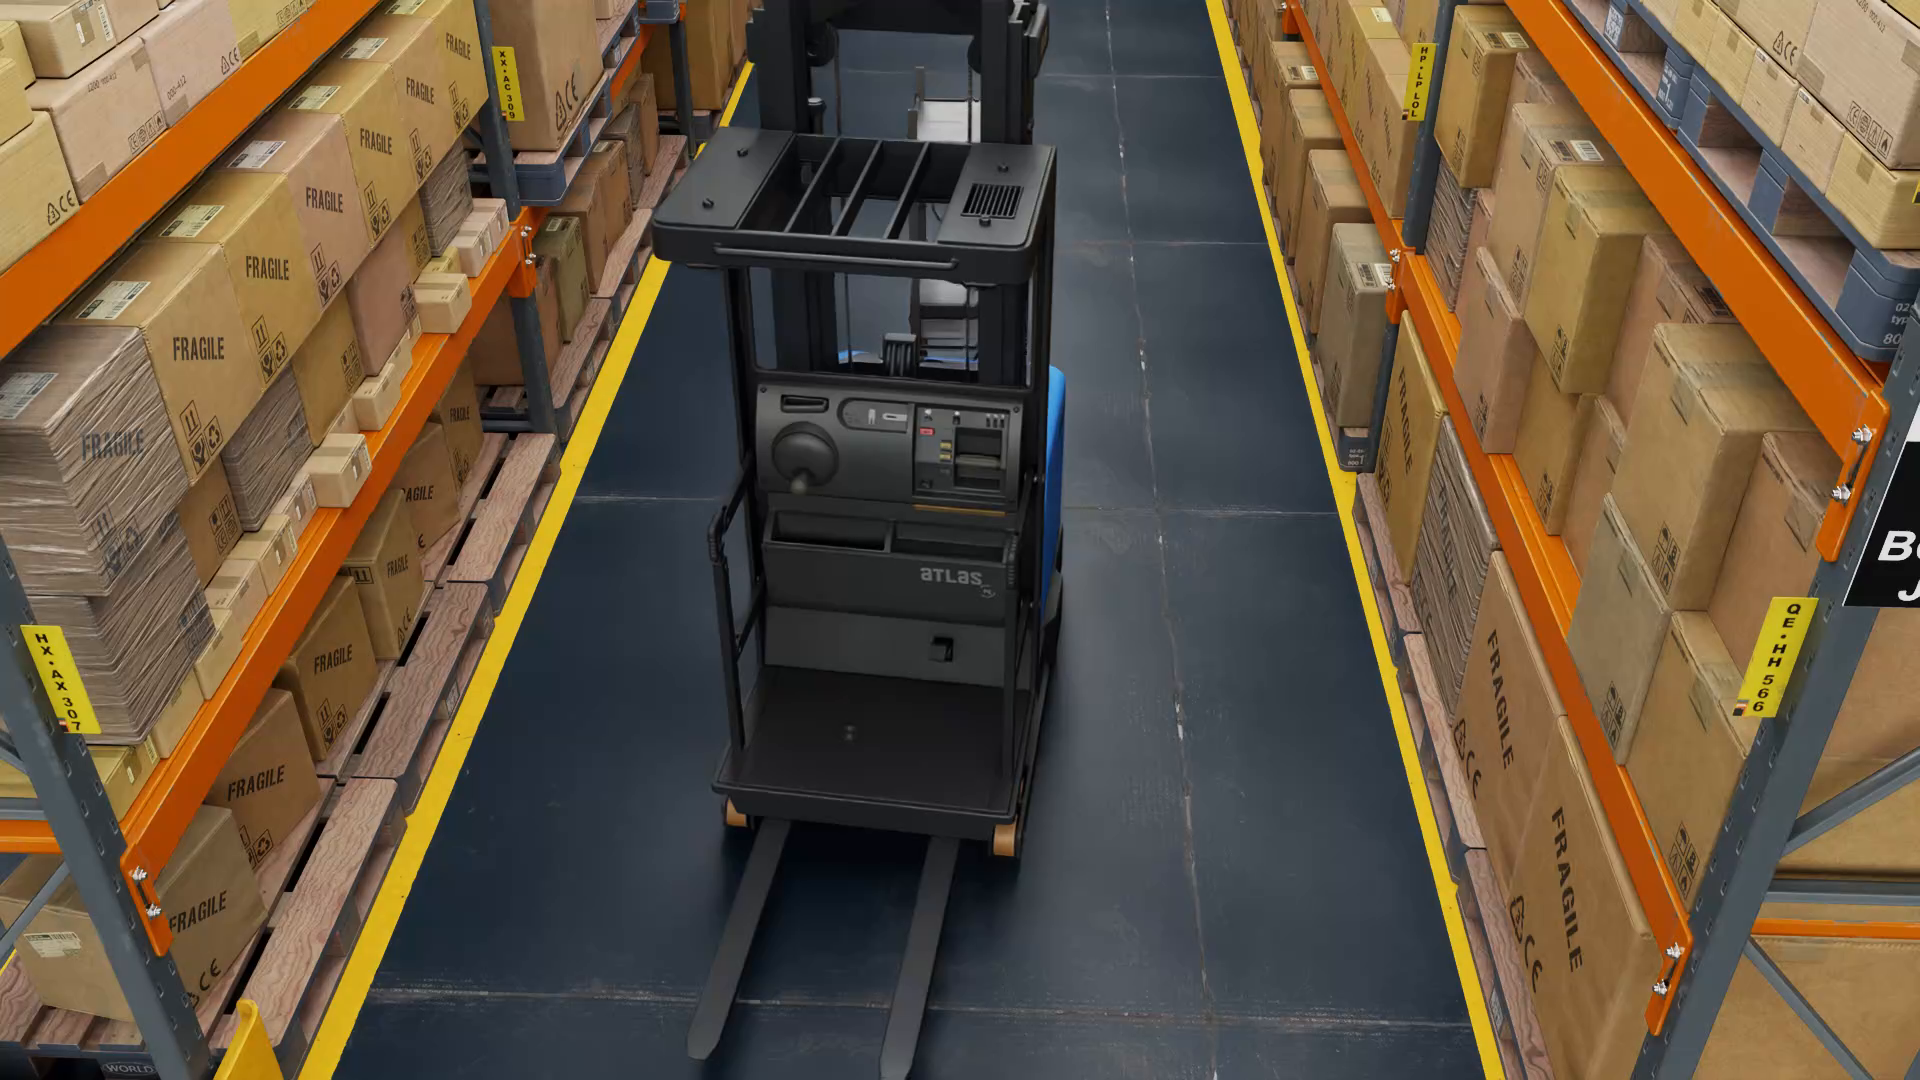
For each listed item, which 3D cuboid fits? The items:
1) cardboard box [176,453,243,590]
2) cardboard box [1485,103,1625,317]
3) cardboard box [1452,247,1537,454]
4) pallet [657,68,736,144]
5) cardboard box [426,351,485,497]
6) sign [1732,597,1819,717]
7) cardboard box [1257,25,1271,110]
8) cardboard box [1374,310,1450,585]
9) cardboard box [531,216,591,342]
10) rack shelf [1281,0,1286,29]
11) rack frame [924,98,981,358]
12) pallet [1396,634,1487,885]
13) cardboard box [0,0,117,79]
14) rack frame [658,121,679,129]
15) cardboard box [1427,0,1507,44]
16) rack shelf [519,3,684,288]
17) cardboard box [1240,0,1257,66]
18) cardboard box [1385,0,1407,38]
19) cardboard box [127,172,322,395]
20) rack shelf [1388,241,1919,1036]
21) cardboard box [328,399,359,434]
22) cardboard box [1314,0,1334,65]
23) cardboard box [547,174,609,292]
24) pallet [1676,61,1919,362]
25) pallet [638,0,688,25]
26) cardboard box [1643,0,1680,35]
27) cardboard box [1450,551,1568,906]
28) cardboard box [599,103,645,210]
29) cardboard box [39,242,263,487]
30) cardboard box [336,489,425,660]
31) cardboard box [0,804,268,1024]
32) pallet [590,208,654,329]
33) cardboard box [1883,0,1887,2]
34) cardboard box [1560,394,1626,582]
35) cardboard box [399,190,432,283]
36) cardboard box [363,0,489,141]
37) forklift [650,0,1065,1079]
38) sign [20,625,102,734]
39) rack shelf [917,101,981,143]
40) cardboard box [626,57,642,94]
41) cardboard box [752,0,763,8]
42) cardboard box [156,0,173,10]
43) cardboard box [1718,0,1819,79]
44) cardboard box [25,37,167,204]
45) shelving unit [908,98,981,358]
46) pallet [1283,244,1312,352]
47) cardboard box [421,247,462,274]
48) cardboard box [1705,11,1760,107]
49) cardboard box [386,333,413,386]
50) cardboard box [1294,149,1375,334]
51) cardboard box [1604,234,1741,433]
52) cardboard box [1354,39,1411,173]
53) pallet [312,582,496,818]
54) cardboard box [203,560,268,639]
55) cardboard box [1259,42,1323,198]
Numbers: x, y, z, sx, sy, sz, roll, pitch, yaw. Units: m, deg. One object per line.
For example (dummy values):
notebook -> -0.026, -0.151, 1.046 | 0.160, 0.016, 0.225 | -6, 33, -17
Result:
cardboard box -> -2.711, -0.095, 4.931 | 0.875, 0.500, 0.500 | 1, 35, 2
cardboard box -> 2.337, -1.119, 5.663 | 0.875, 0.550, 0.550 | 1, 35, 2
cardboard box -> 2.310, -0.677, 5.975 | 0.875, 0.550, 0.550 | 1, 35, 2
pallet -> -2.233, -3.234, 12.167 | 1.003, 0.211, 1.213 | 1, 35, 2
cardboard box -> -2.557, -0.545, 7.726 | 0.500, 0.500, 0.500 | 0, 35, 0
sign -> 1.749, 0.255, 3.566 | 0.100, 0.325, 0.005 | 1, 35, 2
cardboard box -> 2.377, -3.284, 11.622 | 0.500, 0.500, 0.500 | 1, 35, 2
cardboard box -> 2.356, -0.395, 7.186 | 0.875, 0.875, 0.875 | 2, 35, 3
cardboard box -> -2.416, -1.408, 8.936 | 0.700, 0.500, 0.500 | 1, 35, 2
rack shelf -> 2.692, -4.605, 12.320 | 1.077, 0.370, 4.000 | 1, 35, 2
rack frame -> 0.018, -1.094, 7.481 | 0.380, 1.831, 0.006 | 1, 35, 2
pallet -> 2.296, 0.826, 6.391 | 1.003, 0.211, 1.213 | 1, 35, 2
cardboard box -> -2.343, -1.258, 4.107 | 0.380, 0.149, 0.250 | 3, 35, 4
rack frame -> -2.337, -3.923, 10.723 | 0.949, 2.616, 0.053 | 1, 35, 2
cardboard box -> 2.465, -2.188, 7.298 | 0.700, 0.500, 0.500 | 1, 35, 1
rack shelf -> -2.420, -2.480, 9.295 | 1.077, 0.370, 4.000 | 1, 35, 2
cardboard box -> 2.407, -3.886, 12.480 | 0.500, 0.500, 0.500 | 0, 35, 0
cardboard box -> 2.505, -2.774, 8.131 | 0.700, 0.500, 0.500 | 2, 35, 2
cardboard box -> -2.321, -0.783, 5.040 | 0.500, 0.500, 0.500 | 1, 35, 2
rack shelf -> 2.371, -0.009, 5.780 | 1.077, 0.370, 4.000 | 1, 35, 2
cardboard box -> -2.377, -0.389, 5.913 | 0.380, 0.149, 0.250 | 1, 35, 2
cardboard box -> 2.286, -2.958, 9.263 | 0.500, 0.500, 0.500 | 1, 35, 2
cardboard box -> -2.394, -1.730, 9.394 | 0.730, 0.500, 0.544 | 1, 35, 1
pallet -> 2.310, -0.772, 3.708 | 1.003, 0.211, 1.213 | 1, 35, 2
pallet -> -2.262, -3.433, 10.193 | 1.213, 0.211, 1.003 | 1, 35, 2
cardboard box -> 2.017, -1.420, 4.320 | 0.380, 0.149, 0.250 | 2, 35, 2
cardboard box -> 2.285, 0.646, 5.704 | 0.875, 0.875, 0.875 | 1, 35, 1
cardboard box -> -2.356, -2.376, 10.314 | 0.700, 0.500, 0.500 | -1, 35, -2
cardboard box -> -2.340, -0.495, 4.631 | 0.500, 0.500, 0.500 | 1, 35, 2
cardboard box -> -2.518, 0.142, 6.747 | 0.500, 0.500, 0.500 | -2, 35, -2
cardboard box -> -2.619, 1.166, 5.291 | 0.500, 0.500, 0.500 | 8, 36, 11
pallet -> -2.425, -1.634, 9.892 | 1.003, 0.211, 1.213 | 1, 35, 2
cardboard box -> 1.977, -1.162, 3.260 | 0.380, 0.149, 0.250 | 1, 35, 2
cardboard box -> 2.409, -0.065, 5.104 | 0.875, 0.550, 0.550 | 1, 35, 2
cardboard box -> -2.636, -1.244, 6.566 | 0.875, 0.500, 0.500 | 1, 35, 2
cardboard box -> -2.244, -1.932, 6.675 | 0.500, 0.500, 0.500 | 1, 35, 2
forklift -> -0.283, -0.261, 5.572 | 1.121, 2.935, 3.031 | 5, 35, 7
sign -> -2.119, 0.331, 3.917 | 0.100, 0.325, 0.005 | 1, 35, 2
rack shelf -> 0.007, -1.628, 6.808 | 0.368, 0.174, 0.457 | 1, 35, 2
cardboard box -> -2.337, -3.002, 10.551 | 0.500, 0.250, 0.500 | 3, 35, 4
cardboard box -> -2.207, -6.295, 15.047 | 1.225, 1.489, 5.750 | 0, 35, 0
cardboard box -> -2.333, -1.555, 4.529 | 0.380, 0.149, 0.250 | 0, 35, 0
cardboard box -> 2.052, -1.230, 3.702 | 0.500, 0.250, 0.500 | 1, 35, 2
cardboard box -> -2.369, -1.060, 4.171 | 0.500, 0.250, 0.500 | 1, 35, 1
shelving unit -> 5.825, -2.156, 6.256 | 12.070, 5.092, 0.667 | 1, 35, 2
pallet -> 2.453, -1.459, 9.643 | 1.003, 0.211, 1.213 | 1, 35, 2
cardboard box -> -2.305, -1.106, 6.934 | 0.380, 0.149, 0.250 | 1, 35, 2
cardboard box -> 1.997, -1.128, 3.904 | 0.380, 0.149, 0.250 | 2, 35, 2
cardboard box -> -2.315, -0.675, 6.320 | 0.380, 0.149, 0.250 | 1, 35, 2
cardboard box -> 2.429, -1.617, 9.033 | 1.050, 0.750, 0.750 | 1, 35, 2
cardboard box -> 2.432, -0.506, 4.792 | 0.875, 0.550, 0.550 | 1, 35, 2
cardboard box -> 2.226, -2.090, 8.028 | 0.500, 0.500, 0.500 | 1, 35, 1
pallet -> -2.538, 0.605, 6.705 | 1.003, 0.211, 1.213 | 1, 35, 2
cardboard box -> -2.368, 0.187, 5.094 | 0.380, 0.149, 0.250 | 1, 35, 2
cardboard box -> 2.498, -2.654, 10.509 | 1.050, 0.750, 0.750 | 1, 35, 1
